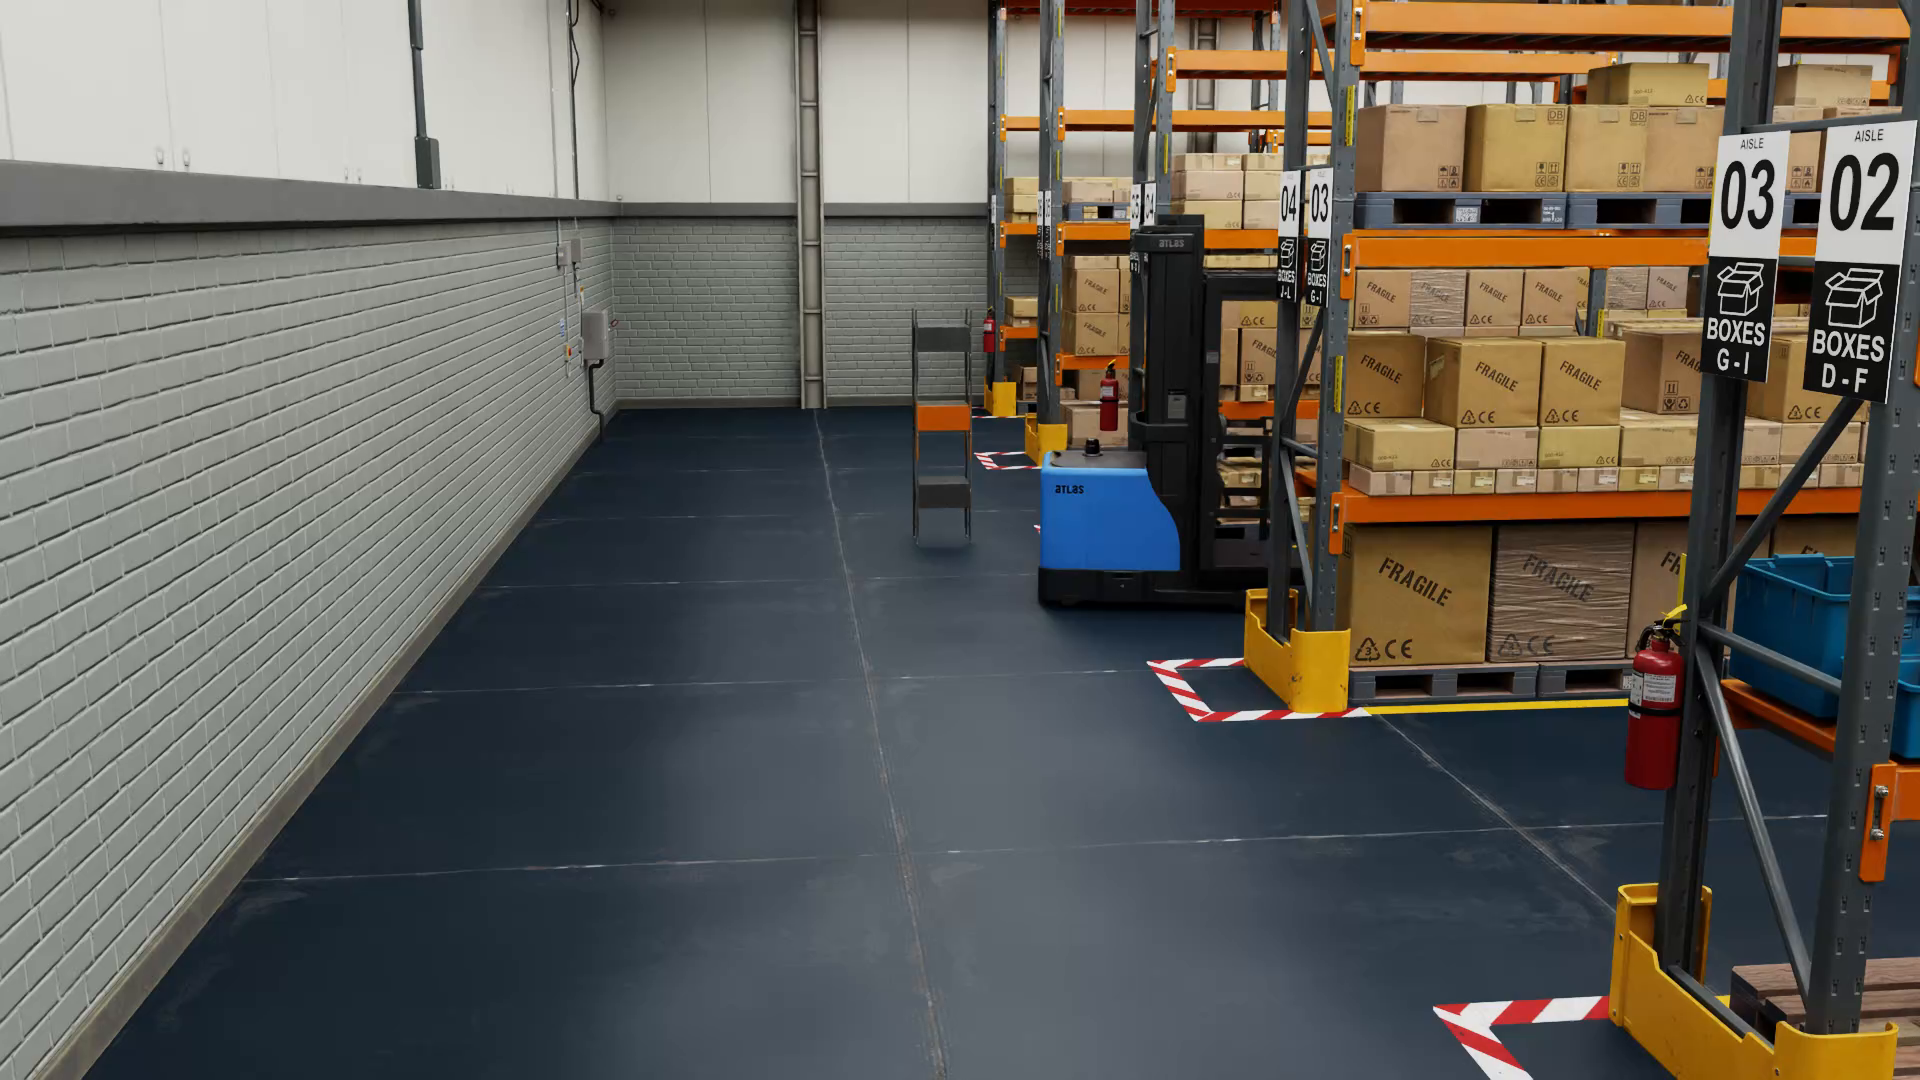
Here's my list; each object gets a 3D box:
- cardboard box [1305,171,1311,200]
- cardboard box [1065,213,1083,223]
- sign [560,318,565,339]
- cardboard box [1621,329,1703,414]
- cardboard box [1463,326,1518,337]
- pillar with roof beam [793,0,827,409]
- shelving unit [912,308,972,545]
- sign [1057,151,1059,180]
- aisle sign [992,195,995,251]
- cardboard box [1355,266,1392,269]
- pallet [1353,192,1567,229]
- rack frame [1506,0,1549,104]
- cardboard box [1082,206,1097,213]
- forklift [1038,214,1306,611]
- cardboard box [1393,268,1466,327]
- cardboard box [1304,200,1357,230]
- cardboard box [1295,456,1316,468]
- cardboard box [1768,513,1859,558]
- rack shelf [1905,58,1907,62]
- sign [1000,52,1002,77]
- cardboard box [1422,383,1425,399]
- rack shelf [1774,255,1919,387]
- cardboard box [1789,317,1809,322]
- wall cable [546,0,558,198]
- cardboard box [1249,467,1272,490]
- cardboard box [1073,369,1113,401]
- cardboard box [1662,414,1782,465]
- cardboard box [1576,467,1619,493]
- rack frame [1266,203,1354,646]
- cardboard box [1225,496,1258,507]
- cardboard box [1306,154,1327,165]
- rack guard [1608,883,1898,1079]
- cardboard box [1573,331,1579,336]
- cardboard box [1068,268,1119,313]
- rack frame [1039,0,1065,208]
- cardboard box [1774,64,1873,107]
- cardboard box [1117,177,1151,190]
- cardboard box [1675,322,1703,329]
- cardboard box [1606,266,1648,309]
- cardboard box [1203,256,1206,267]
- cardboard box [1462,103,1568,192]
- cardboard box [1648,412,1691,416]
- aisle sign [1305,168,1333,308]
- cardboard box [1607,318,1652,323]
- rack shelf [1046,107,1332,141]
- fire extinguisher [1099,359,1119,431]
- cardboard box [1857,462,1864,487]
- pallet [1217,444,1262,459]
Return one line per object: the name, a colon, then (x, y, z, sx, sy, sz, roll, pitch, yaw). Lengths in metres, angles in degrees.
cardboard box: (3.185, -3.122, 14.673, 0.500, 0.250, 0.500, -1, 11, -5)
cardboard box: (1.639, -4.708, 24.296, 0.250, 0.149, 0.380, -1, 11, -5)
sign: (-4.595, -2.447, 19.222, 0.001, 0.218, 0.327, -1, 11, -6)
cardboard box: (4.599, -1.089, 10.687, 0.500, 0.500, 0.500, -2, 11, -8)
cardboard box: (4.708, -1.704, 15.109, 0.500, 0.500, 0.500, -2, 11, -8)
pillar with roof beam: (-1.789, -5.634, 20.579, 0.400, 9.000, 9.100, -1, 11, -6)
shelving unit: (-0.165, -1.027, 15.030, 0.503, 2.100, 0.431, -1, 11, -6)
sign: (1.117, -4.280, 18.999, 0.005, 0.325, 0.100, -1, 11, -6)
aisle sign: (0.487, -4.617, 24.219, 0.004, 0.787, 0.394, -1, 11, -6)
cardboard box: (3.672, -2.278, 15.437, 0.500, 0.500, 0.500, -2, 11, -8)
pallet: (2.870, -1.993, 10.063, 1.213, 0.211, 1.003, -1, 11, -6)
rack frame: (8.477, -6.509, 25.033, 0.127, 3.000, 1.000, -1, 11, -6)
cardboard box: (2.007, -4.923, 24.357, 0.500, 0.250, 0.500, -2, 11, -8)
forklift: (2.136, -0.994, 12.707, 3.031, 2.935, 1.130, 1, 11, 4)
cardboard box: (4.213, -2.188, 14.979, 0.500, 0.500, 0.500, -1, 11, -5)
cardboard box: (3.207, -2.882, 14.746, 0.500, 0.250, 0.500, -2, 11, -8)
cardboard box: (3.222, -0.692, 15.755, 0.250, 0.149, 0.380, -1, 11, -4)
cardboard box: (5.445, 0.205, 10.852, 0.875, 0.875, 0.875, -1, 11, -6)
rack shelf: (8.098, -3.066, 10.420, 4.000, 0.370, 1.077, -1, 11, -6)
sign: (0.582, -6.736, 23.558, 0.005, 0.325, 0.100, -1, 11, -6)
cardboard box: (4.115, -1.382, 15.154, 0.250, 0.149, 0.380, -1, 11, -7)
rack shelf: (4.657, -0.757, 5.416, 4.000, 0.370, 1.077, -1, 11, -6)
cardboard box: (8.128, -2.047, 15.908, 0.250, 0.149, 0.380, -1, 11, -3)
wall cable: (-4.561, -5.218, 18.466, 0.029, 3.000, 0.463, -1, 11, -6)
cardboard box: (2.781, -0.554, 15.054, 0.250, 0.149, 0.380, -1, 11, -6)
cardboard box: (1.996, -2.384, 24.990, 0.500, 0.500, 0.700, -1, 11, -4)
cardboard box: (4.678, -0.621, 10.251, 0.500, 0.250, 0.500, -1, 11, -5)
cardboard box: (3.800, -0.395, 10.134, 0.250, 0.149, 0.380, -1, 11, -7)
rack frame: (2.134, -0.547, 10.255, 0.127, 3.000, 1.000, -1, 11, -6)
cardboard box: (2.525, -0.410, 15.089, 0.250, 0.149, 0.380, -1, 11, -6)
cardboard box: (3.064, -3.326, 14.677, 0.250, 0.149, 0.380, -1, 11, -4)
rack guard: (2.646, 1.633, 5.650, 0.348, 0.500, 1.175, -1, 11, -6)
cardboard box: (7.533, -2.459, 20.371, 0.500, 0.250, 0.500, -1, 11, -7)
cardboard box: (1.571, -2.942, 19.589, 0.500, 0.500, 0.500, -1, 11, -7)
rack frame: (1.063, -5.391, 19.344, 0.127, 3.000, 1.000, -1, 11, -6)
cardboard box: (5.174, -2.756, 10.164, 0.500, 0.250, 0.500, -2, 11, -10)
cardboard box: (2.503, -5.182, 24.380, 0.500, 0.250, 0.500, -1, 11, -5)
cardboard box: (6.648, -1.890, 15.108, 0.250, 0.149, 0.380, -1, 11, -6)
cardboard box: (8.022, -3.080, 20.292, 0.500, 0.500, 0.500, -1, 11, -5)
cardboard box: (2.738, -3.284, 19.644, 0.250, 0.149, 0.380, -1, 11, -6)
cardboard box: (3.217, -2.333, 9.956, 0.500, 0.500, 0.700, -2, 11, -8)
cardboard box: (4.605, -0.722, 10.762, 0.500, 0.250, 0.500, -1, 11, -5)
aisle sign: (2.094, -1.763, 9.704, 0.004, 0.787, 0.394, -1, 11, -6)
cardboard box: (6.320, -2.010, 15.717, 0.250, 0.149, 0.380, -2, 11, -8)
rack shelf: (3.052, -4.883, 19.664, 4.000, 0.370, 1.077, -1, 11, -6)
fire extinguisher: (1.398, -1.362, 15.571, 0.183, 0.674, 0.296, -1, 11, -6)
cardboard box: (5.586, -0.432, 10.324, 0.250, 0.149, 0.380, -1, 11, -5)
pallet: (3.060, -1.135, 20.479, 1.213, 0.211, 1.003, -1, 11, -6)
